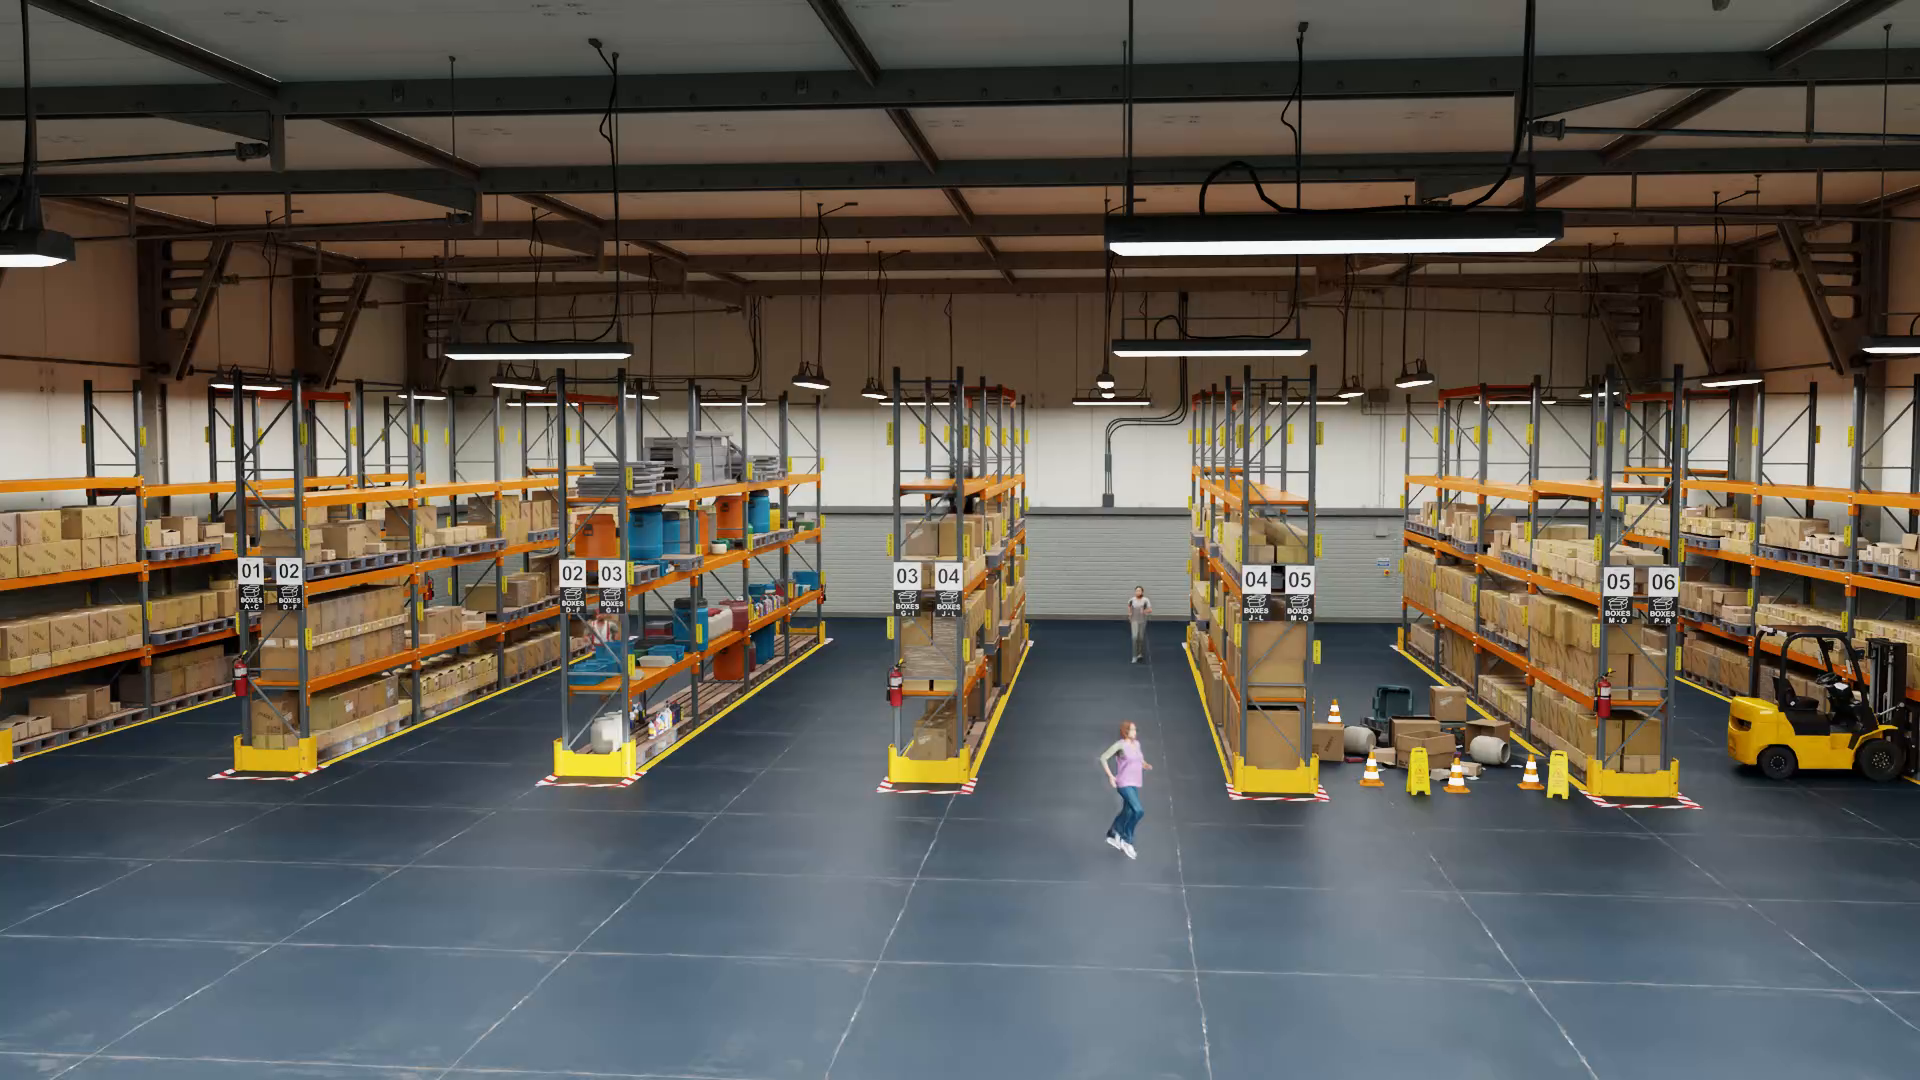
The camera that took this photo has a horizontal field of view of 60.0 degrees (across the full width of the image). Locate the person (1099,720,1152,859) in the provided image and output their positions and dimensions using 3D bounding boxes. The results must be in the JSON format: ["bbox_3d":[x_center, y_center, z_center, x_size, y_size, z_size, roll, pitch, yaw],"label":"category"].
[{"bbox_3d":[2.008,2.967,19.875,0.691,1.625,0.505,3,5,42],"label":"person"}]

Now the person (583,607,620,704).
[{"bbox_3d":[-6.785,2.171,31.375,0.633,1.839,0.777,0,4,2],"label":"person"}]

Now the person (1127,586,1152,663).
[{"bbox_3d":[4.004,1.873,37.085,0.553,1.725,0.764,0,4,6],"label":"person"}]
